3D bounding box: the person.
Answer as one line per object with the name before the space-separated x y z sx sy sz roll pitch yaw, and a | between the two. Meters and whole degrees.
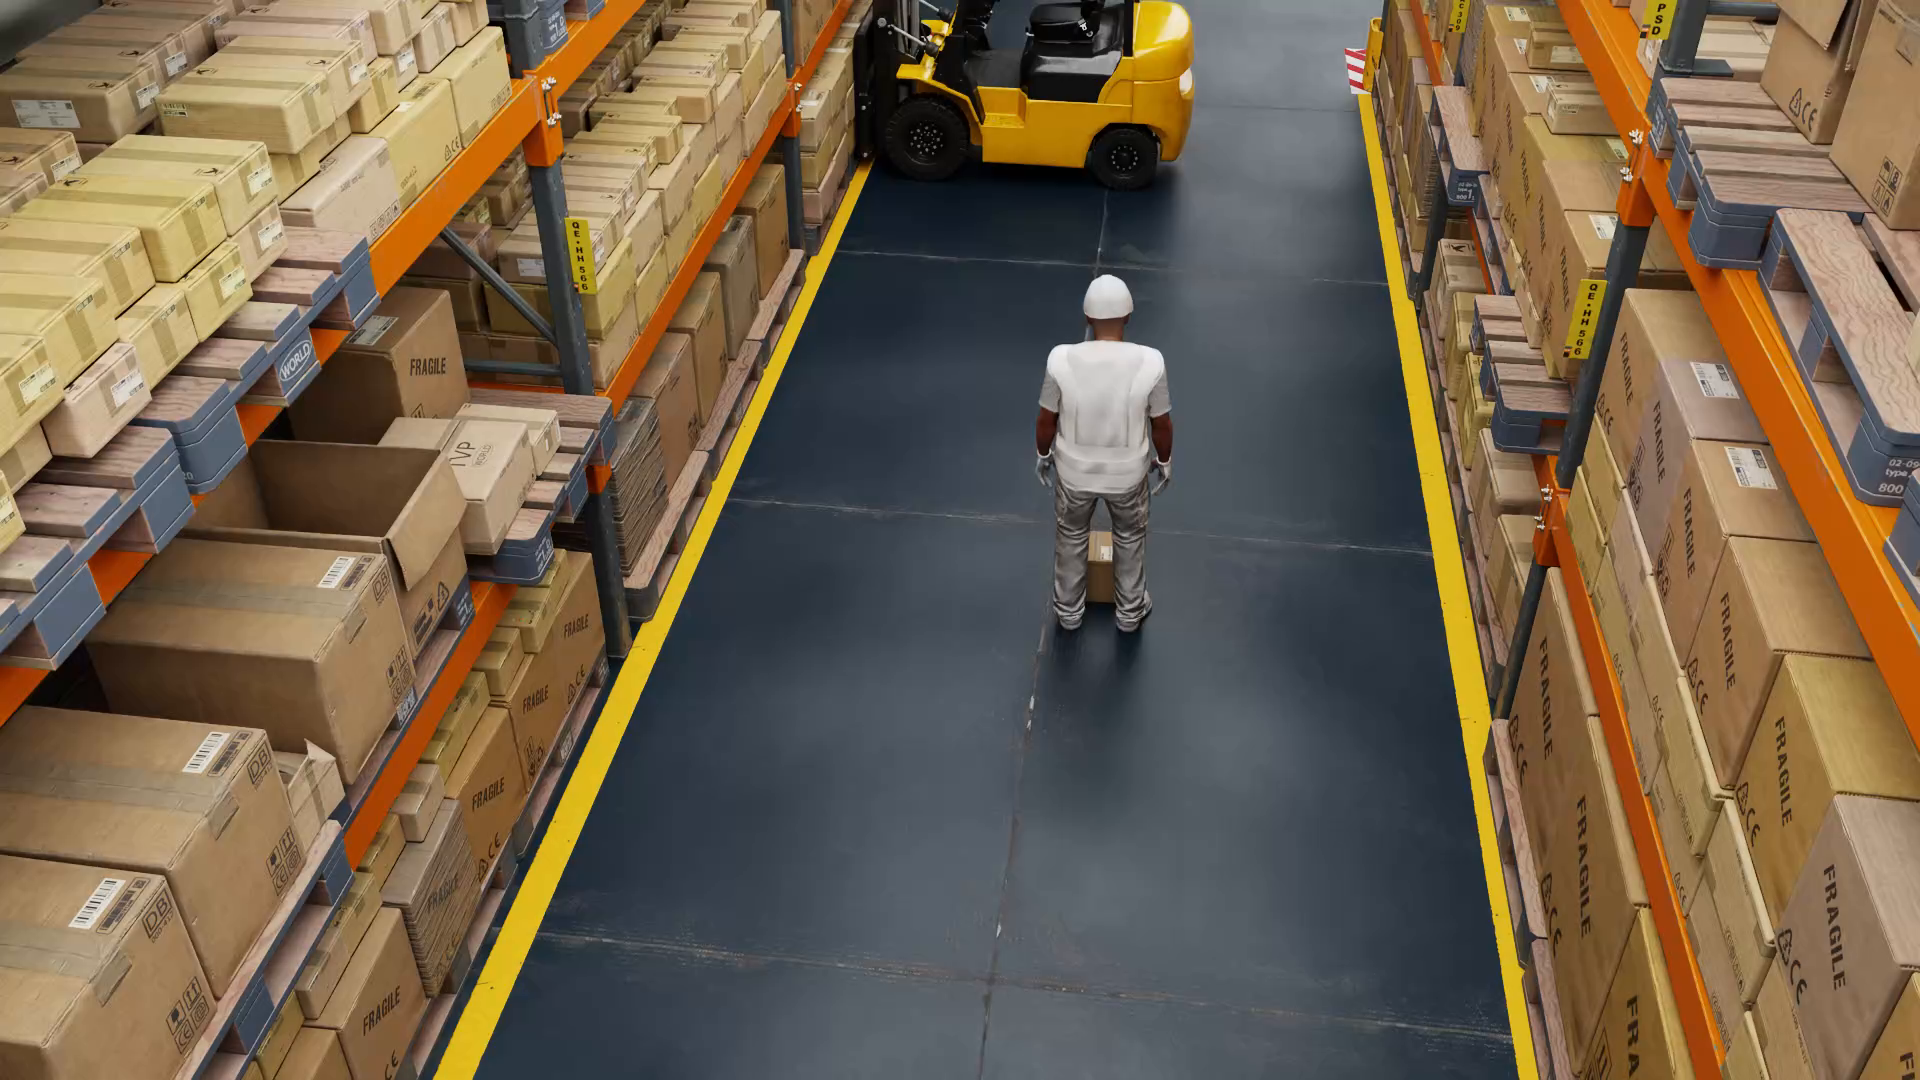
person | 0.649 -0.349 7.517 0.615 1.772 0.451 4 36 6
